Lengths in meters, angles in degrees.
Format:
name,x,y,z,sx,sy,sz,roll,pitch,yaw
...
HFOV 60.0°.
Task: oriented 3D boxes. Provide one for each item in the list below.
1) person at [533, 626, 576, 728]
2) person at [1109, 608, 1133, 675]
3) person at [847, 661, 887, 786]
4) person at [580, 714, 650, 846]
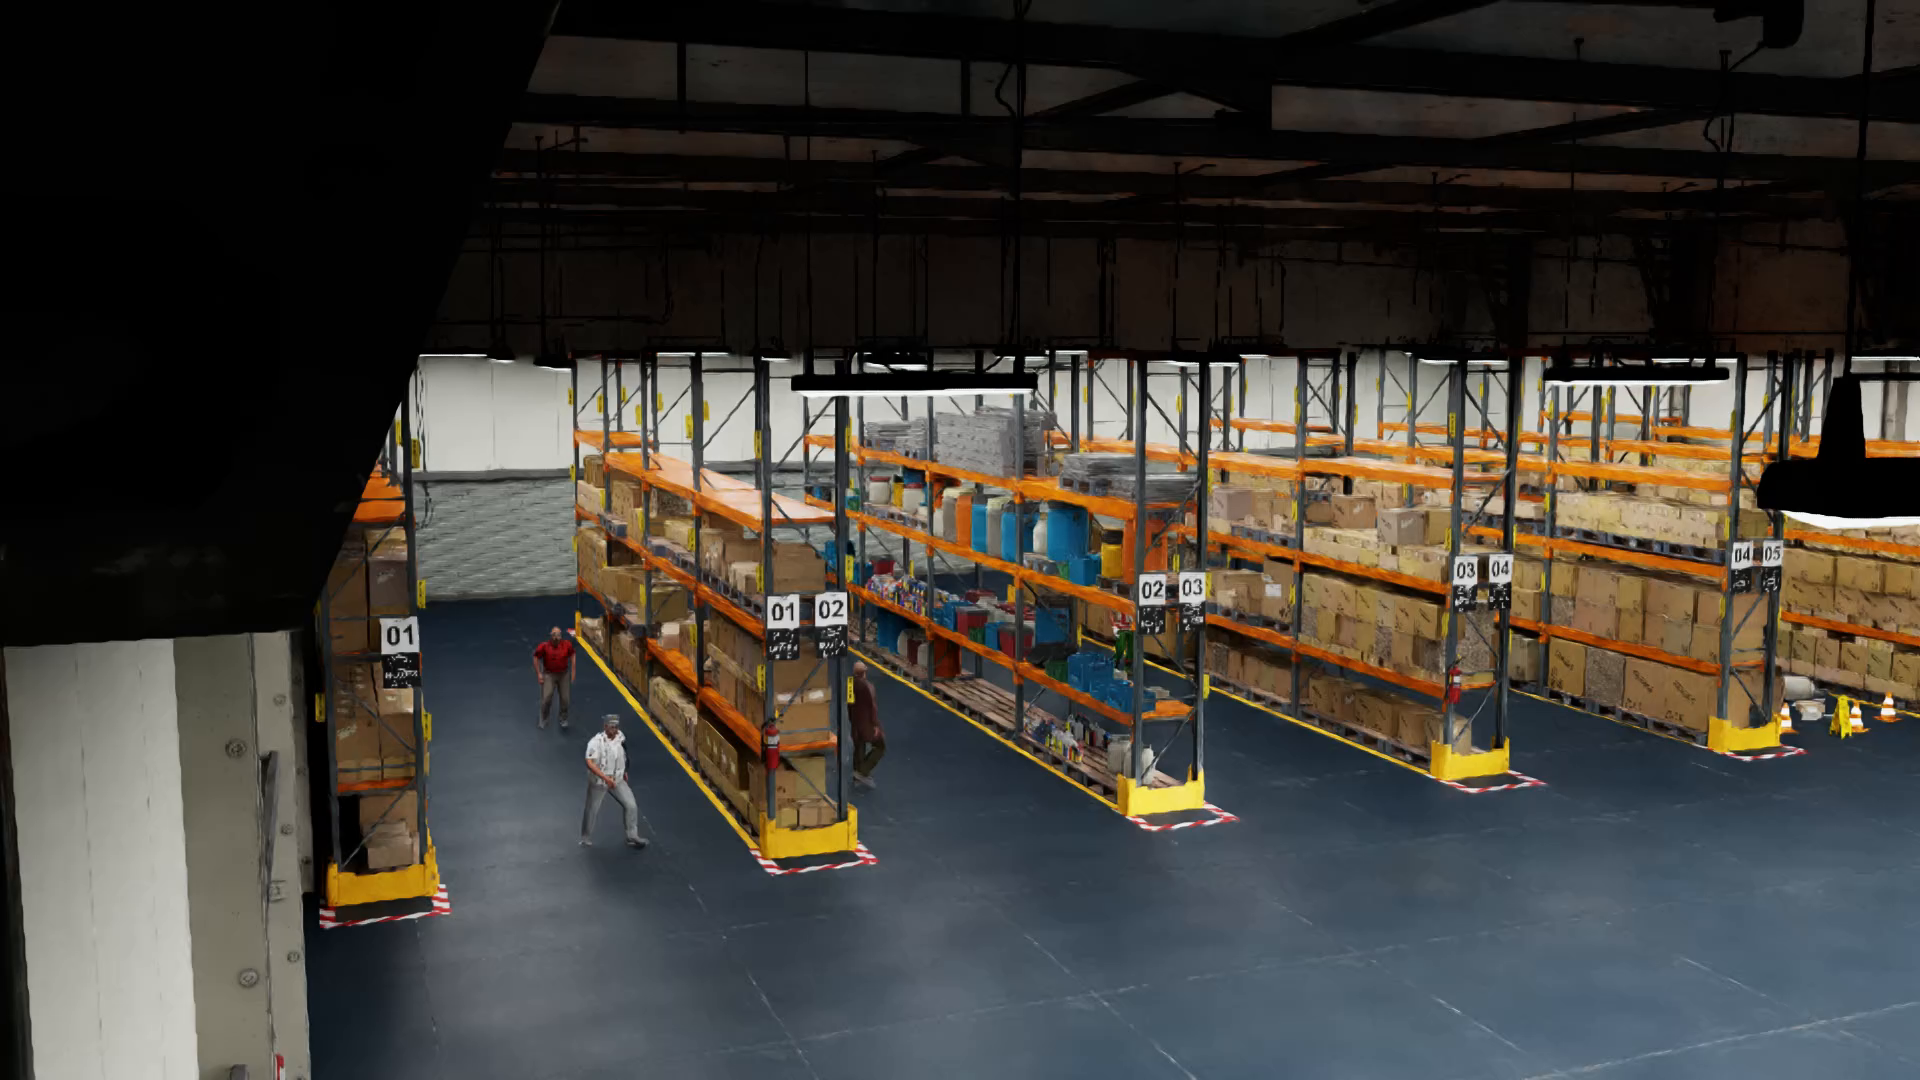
name,x,y,z,sx,sy,sz,roll,pitch,yaw
person,-6.510,2.190,26.717,0.666,1.676,0.535,-3,8,-23
person,3.076,1.662,30.713,0.671,1.742,0.552,-3,8,-22
person,-1.334,2.565,23.241,0.634,1.779,0.487,7,10,43
person,-4.329,2.939,20.507,0.697,1.695,0.825,-6,9,-40
